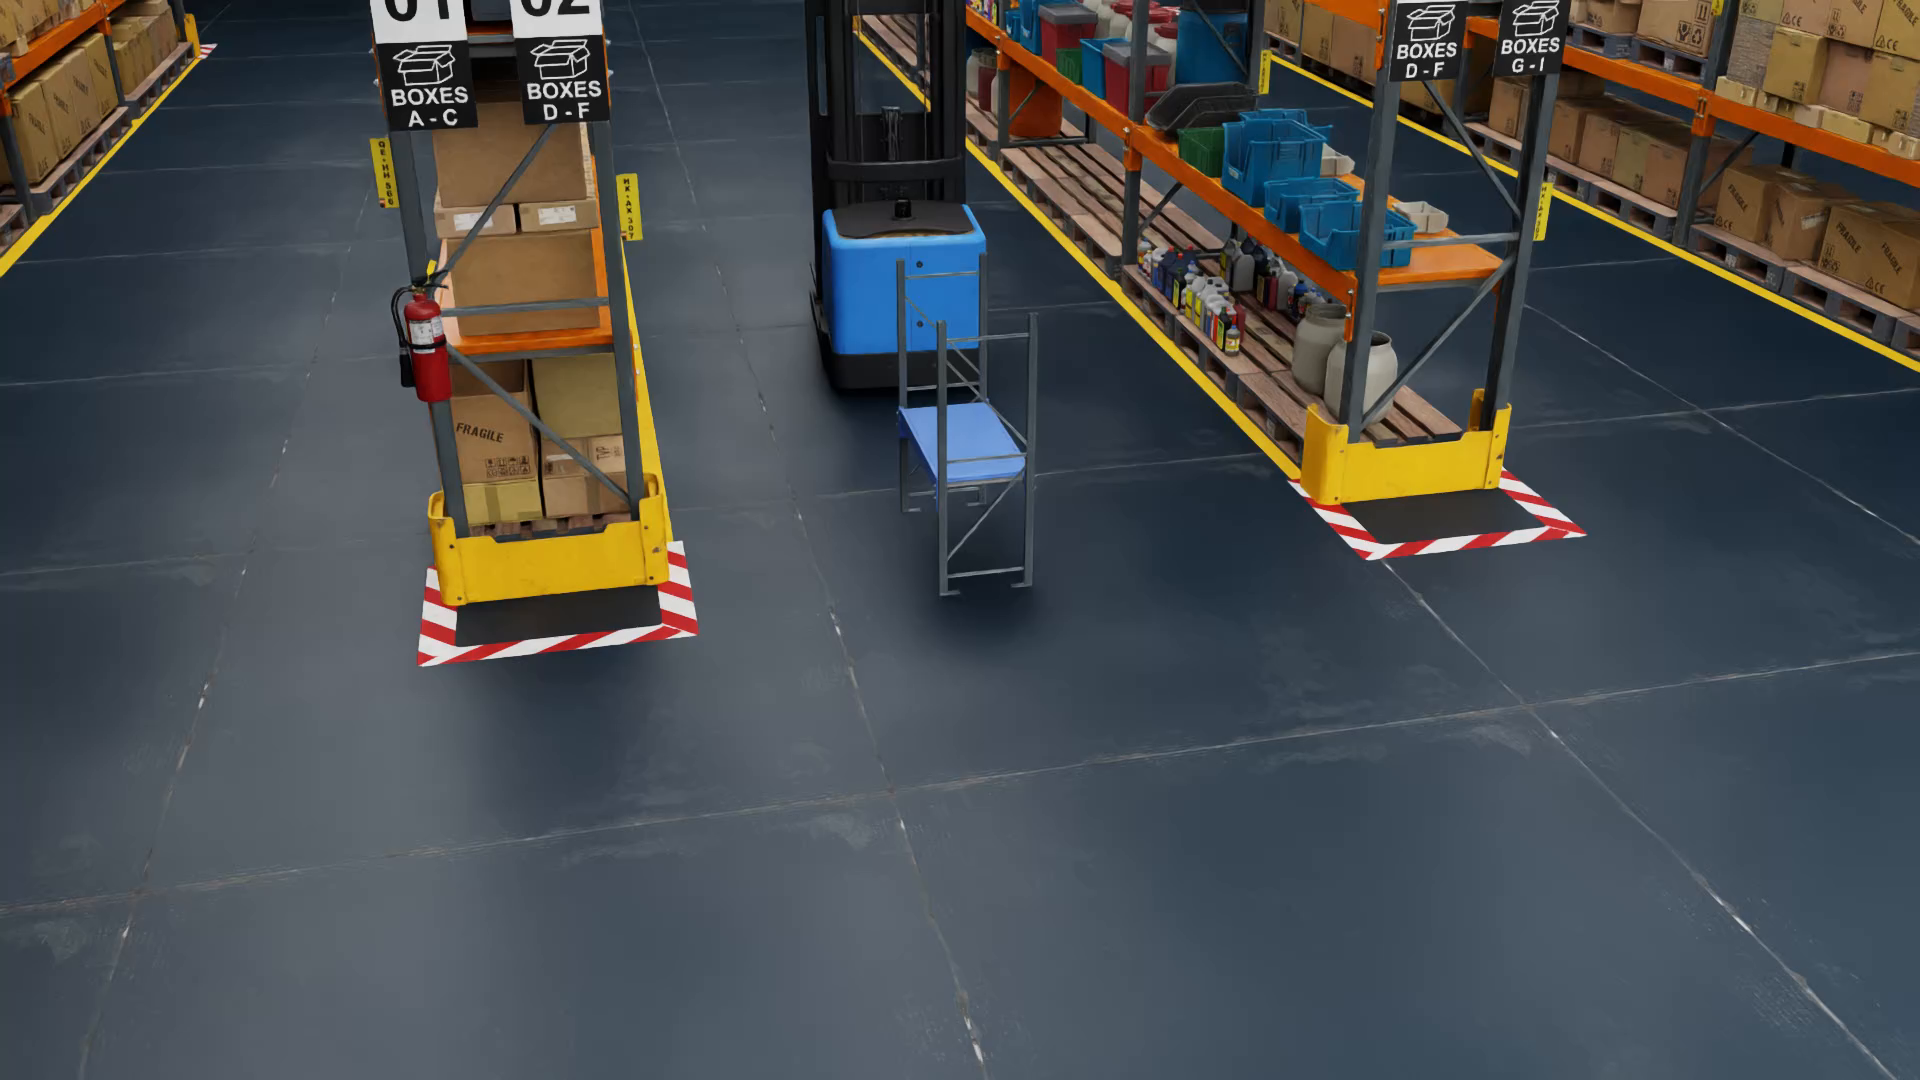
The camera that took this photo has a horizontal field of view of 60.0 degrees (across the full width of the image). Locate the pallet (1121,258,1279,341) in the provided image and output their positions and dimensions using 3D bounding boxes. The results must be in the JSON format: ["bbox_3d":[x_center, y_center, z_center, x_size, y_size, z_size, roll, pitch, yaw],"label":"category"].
[{"bbox_3d":[1.889,-1.852,12.685,1.003,0.211,1.213,-6,27,-12],"label":"pallet"}]

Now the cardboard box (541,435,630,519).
[{"bbox_3d":[-2.051,-0.357,9.213,0.500,0.250,0.500,-6,27,-12],"label":"cardboard box"}]

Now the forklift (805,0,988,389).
[{"bbox_3d":[-0.540,-2.953,11.848,1.130,2.935,3.031,-4,27,-8],"label":"forklift"}]

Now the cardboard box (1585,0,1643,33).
[{"bbox_3d":[6.124,-4.884,15.017,0.797,0.503,0.637,-3,27,-6],"label":"cardboard box"}]

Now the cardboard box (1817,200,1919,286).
[{"bbox_3d":[7.008,-2.276,12.738,0.500,0.500,0.500,-8,28,-16],"label":"cardboard box"}]

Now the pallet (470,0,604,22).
[{"bbox_3d":[-2.281,-2.751,8.141,1.003,0.211,1.213,-6,27,-12],"label":"pallet"}]

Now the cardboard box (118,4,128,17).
[{"bbox_3d":[-10.375,-6.424,20.237,0.380,0.149,0.250,-6,27,-11],"label":"cardboard box"}]

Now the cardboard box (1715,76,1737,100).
[{"bbox_3d":[6.360,-3.662,13.455,0.380,0.149,0.250,-6,27,-12],"label":"cardboard box"}]

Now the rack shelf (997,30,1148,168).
[{"bbox_3d":[1.328,-3.953,14.551,1.077,0.370,4.000,-6,27,-12],"label":"rack shelf"}]

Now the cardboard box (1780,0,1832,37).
[{"bbox_3d":[6.572,-4.080,12.454,0.500,0.500,0.500,-6,27,-12],"label":"cardboard box"}]

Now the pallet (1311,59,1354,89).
[{"bbox_3d":[5.049,-5.835,20.576,1.003,0.211,1.213,-6,27,-12],"label":"pallet"}]

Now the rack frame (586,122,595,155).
[{"bbox_3d":[-3.048,-2.895,11.656,1.000,3.000,0.127,-6,27,-12],"label":"rack frame"}]

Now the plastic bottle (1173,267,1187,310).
[{"bbox_3d":[1.595,-1.824,12.061,0.061,0.283,0.133,-5,27,-9],"label":"plastic bottle"}]

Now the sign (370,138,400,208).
[{"bbox_3d":[-2.678,-1.712,7.766,0.100,0.325,0.005,-6,27,-12],"label":"sign"}]

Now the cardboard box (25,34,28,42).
[{"bbox_3d":[-8.893,-4.659,15.407,0.380,0.149,0.250,-5,27,-10],"label":"cardboard box"}]

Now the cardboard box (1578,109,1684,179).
[{"bbox_3d":[6.271,-3.708,15.553,0.700,0.500,0.500,-8,28,-16],"label":"cardboard box"}]

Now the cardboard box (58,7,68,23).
[{"bbox_3d":[-9.123,-5.228,16.536,0.380,0.149,0.250,-6,27,-12],"label":"cardboard box"}]

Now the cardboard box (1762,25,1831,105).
[{"bbox_3d":[6.724,-3.650,12.710,0.875,0.500,0.500,-6,27,-12],"label":"cardboard box"}]

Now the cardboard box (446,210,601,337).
[{"bbox_3d":[-2.239,-1.390,8.563,0.700,0.500,0.500,-6,27,-12],"label":"cardboard box"}]

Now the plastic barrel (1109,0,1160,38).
[{"bbox_3d":[1.514,-4.411,14.509,0.433,0.535,0.433,0,27,0],"label":"plastic barrel"}]

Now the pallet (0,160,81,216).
[{"bbox_3d":[-8.879,-3.255,15.464,1.003,0.211,1.213,-6,27,-12],"label":"pallet"}]

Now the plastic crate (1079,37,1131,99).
[{"bbox_3d":[1.227,-3.842,13.550,0.392,0.384,0.575,-6,27,-12],"label":"plastic crate"}]

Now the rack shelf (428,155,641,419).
[{"bbox_3d":[-2.597,-1.696,10.079,1.077,0.370,4.000,-6,27,-12],"label":"rack shelf"}]

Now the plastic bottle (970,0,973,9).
[{"bbox_3d":[0.157,-5.651,17.337,0.097,0.201,0.097,0,27,0],"label":"plastic bottle"}]

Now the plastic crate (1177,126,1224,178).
[{"bbox_3d":[1.810,-2.677,11.460,0.450,0.188,0.662,-6,27,-12],"label":"plastic crate"}]

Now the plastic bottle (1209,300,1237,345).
[{"bbox_3d":[1.809,-1.496,11.419,0.152,0.276,0.135,-6,27,-11],"label":"plastic bottle"}]

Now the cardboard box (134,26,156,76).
[{"bbox_3d":[-9.969,-5.759,19.639,0.700,0.500,0.500,-5,27,-10],"label":"cardboard box"}]

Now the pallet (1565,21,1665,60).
[{"bbox_3d":[6.189,-4.704,15.455,1.003,0.211,1.213,-6,27,-12],"label":"pallet"}]

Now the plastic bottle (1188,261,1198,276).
[{"bbox_3d":[1.707,-1.927,12.278,0.097,0.271,0.097,0,27,0],"label":"plastic bottle"}]

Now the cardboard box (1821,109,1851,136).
[{"bbox_3d":[6.665,-3.116,12.373,0.380,0.149,0.250,-6,27,-12],"label":"cardboard box"}]

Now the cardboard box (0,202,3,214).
[{"bbox_3d":[-8.562,-2.916,13.984,0.700,0.500,0.500,-6,27,-11],"label":"cardboard box"}]

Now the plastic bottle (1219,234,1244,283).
[{"bbox_3d":[2.064,-2.142,12.616,0.144,0.351,0.185,-6,27,-12],"label":"plastic bottle"}]

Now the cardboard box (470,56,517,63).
[{"bbox_3d":[-2.490,-2.443,9.211,0.700,0.500,0.500,-6,27,-11],"label":"cardboard box"}]

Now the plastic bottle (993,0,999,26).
[{"bbox_3d":[0.370,-5.234,16.421,0.061,0.283,0.133,-6,27,-12],"label":"plastic bottle"}]

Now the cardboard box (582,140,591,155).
[{"bbox_3d":[-2.259,-2.120,9.291,0.380,0.149,0.250,-7,28,-13],"label":"cardboard box"}]

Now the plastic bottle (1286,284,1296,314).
[{"bbox_3d":[2.407,-1.743,11.991,0.097,0.201,0.097,0,27,0],"label":"plastic bottle"}]

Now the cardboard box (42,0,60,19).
[{"bbox_3d":[-8.980,-5.248,15.856,0.500,0.500,0.500,-5,27,-10],"label":"cardboard box"}]

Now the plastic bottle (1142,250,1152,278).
[{"bbox_3d":[1.446,-2.114,12.727,0.097,0.201,0.097,0,27,0],"label":"plastic bottle"}]

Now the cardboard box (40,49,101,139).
[{"bbox_3d":[-9.200,-4.468,16.692,0.750,0.750,0.750,-5,27,-10],"label":"cardboard box"}]

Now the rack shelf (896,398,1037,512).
[{"bbox_3d":[0.019,-0.472,8.919,0.538,0.185,1.000,-6,27,-12],"label":"rack shelf"}]

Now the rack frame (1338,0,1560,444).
[{"bbox_3d":[2.680,-1.640,9.170,1.000,3.000,0.127,-6,27,-12],"label":"rack frame"}]

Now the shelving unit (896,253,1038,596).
[{"bbox_3d":[0.019,-0.632,8.838,0.538,1.500,1.048,-6,27,-12],"label":"shelving unit"}]

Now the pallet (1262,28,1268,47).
[{"bbox_3d":[4.428,-7.045,22.973,1.003,0.211,1.213,-6,27,-12],"label":"pallet"}]

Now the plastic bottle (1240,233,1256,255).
[{"bbox_3d":[2.205,-2.156,12.645,0.144,0.351,0.185,-7,28,-13],"label":"plastic bottle"}]

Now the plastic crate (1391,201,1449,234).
[{"bbox_3d":[2.792,-1.948,10.073,0.298,0.136,0.250,-6,27,-12],"label":"plastic crate"}]

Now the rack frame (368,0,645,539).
[{"bbox_3d":[-2.147,-1.139,8.177,1.000,3.000,0.127,-6,27,-12],"label":"rack frame"}]

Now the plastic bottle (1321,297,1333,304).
[{"bbox_3d":[2.542,-1.553,11.523,0.061,0.283,0.133,-5,27,-11],"label":"plastic bottle"}]

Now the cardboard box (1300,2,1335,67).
[{"bbox_3d":[4.965,-6.371,20.435,1.225,0.875,0.875,-6,27,-11],"label":"cardboard box"}]

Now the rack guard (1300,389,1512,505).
[{"bbox_3d":[2.617,-0.553,9.790,1.175,0.500,0.348,-6,27,-12],"label":"rack guard"}]

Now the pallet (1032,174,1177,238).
[{"bbox_3d":[1.285,-3.029,15.016,1.003,0.211,1.213,-6,27,-12],"label":"pallet"}]

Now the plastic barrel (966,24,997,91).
[{"bbox_3d":[0.241,-5.607,18.893,0.600,0.901,0.708,-6,27,-12],"label":"plastic barrel"}]

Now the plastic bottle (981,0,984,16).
[{"bbox_3d":[0.266,-5.468,16.898,0.097,0.271,0.097,0,27,0],"label":"plastic bottle"}]

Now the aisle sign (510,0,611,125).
[{"bbox_3d":[-1.833,-2.301,7.596,0.394,0.787,0.004,-6,27,-12],"label":"aisle sign"}]

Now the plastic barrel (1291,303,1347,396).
[{"bbox_3d":[2.344,-1.218,10.629,0.421,0.512,0.421,0,27,0],"label":"plastic barrel"}]
